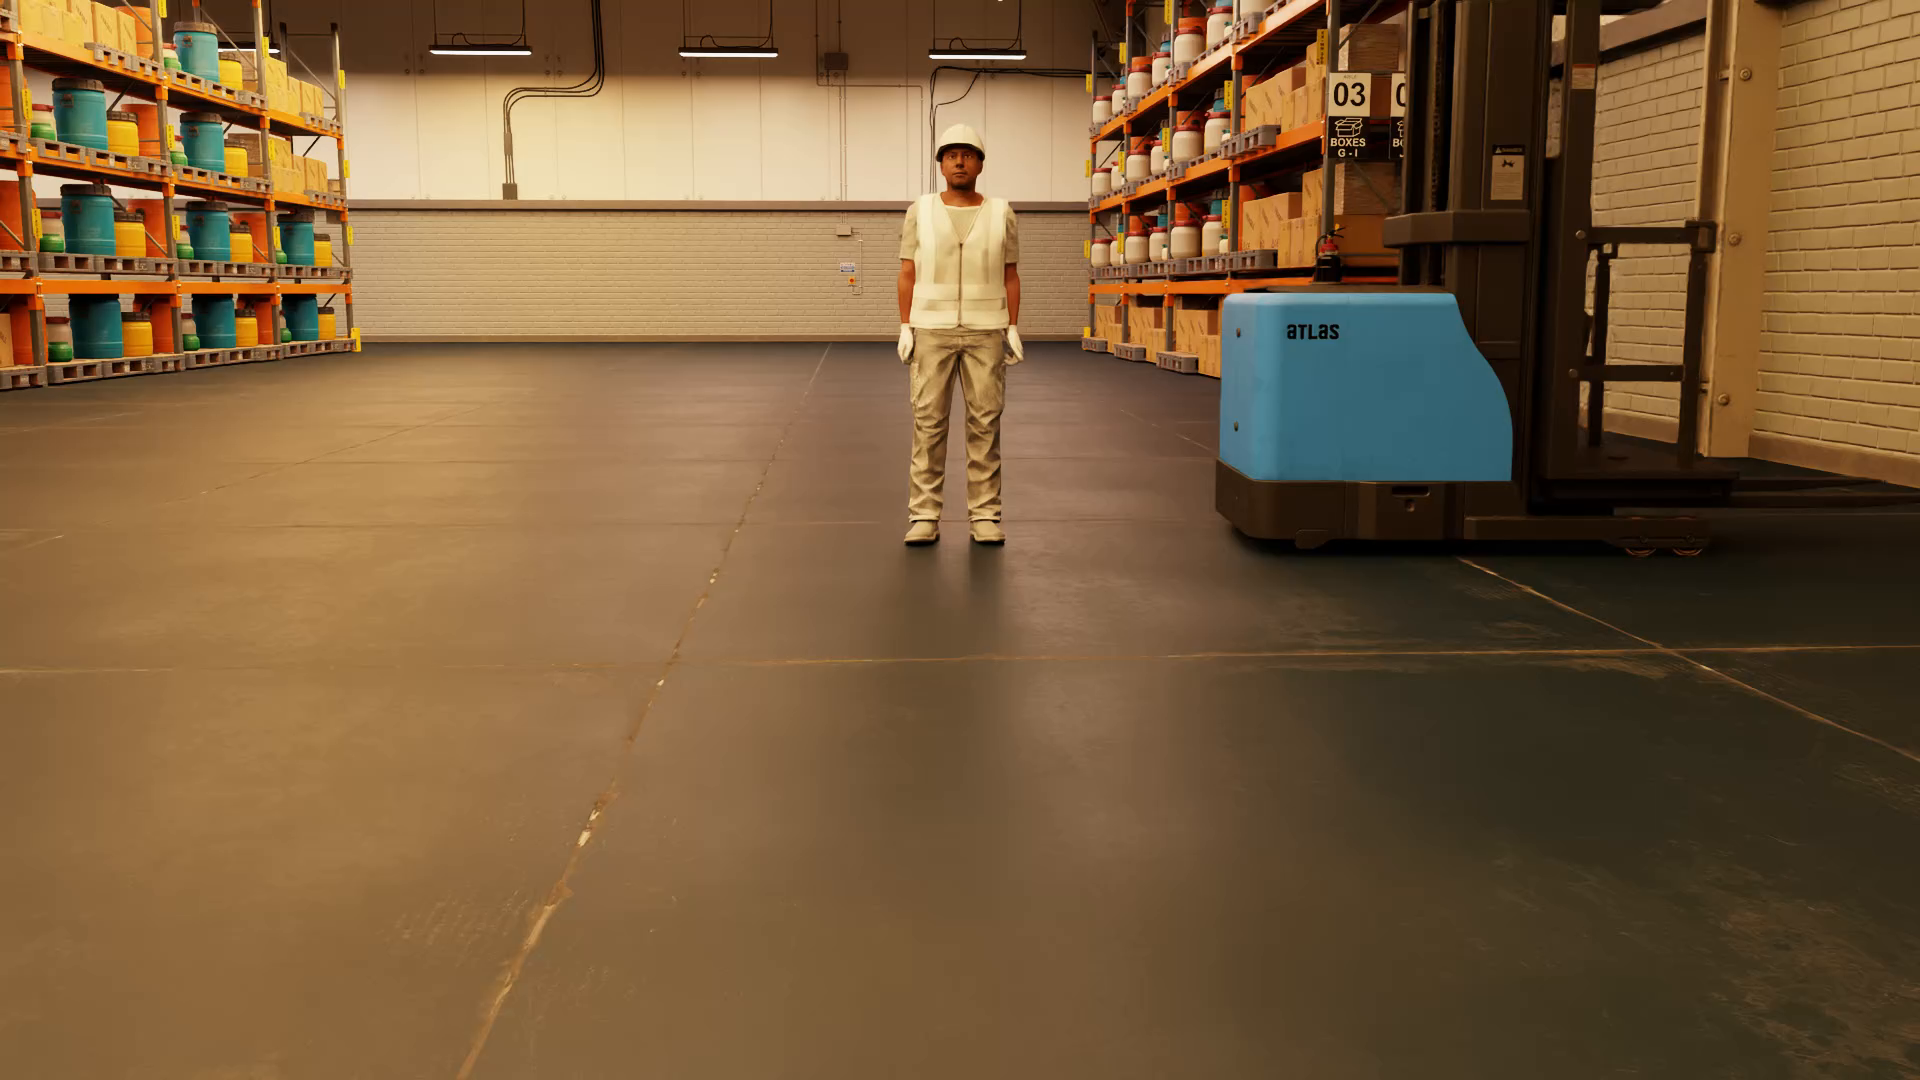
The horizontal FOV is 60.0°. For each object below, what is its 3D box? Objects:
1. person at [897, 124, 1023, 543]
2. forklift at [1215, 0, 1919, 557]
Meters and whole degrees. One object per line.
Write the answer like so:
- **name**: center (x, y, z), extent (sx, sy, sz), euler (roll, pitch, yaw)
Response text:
- **person**: center (0.003, -0.882, 7.177), extent (0.543, 1.789, 0.387), euler (-1, 8, -4)
- **forklift**: center (2.710, -1.459, 7.154), extent (3.031, 2.935, 1.130), euler (0, 8, 0)
